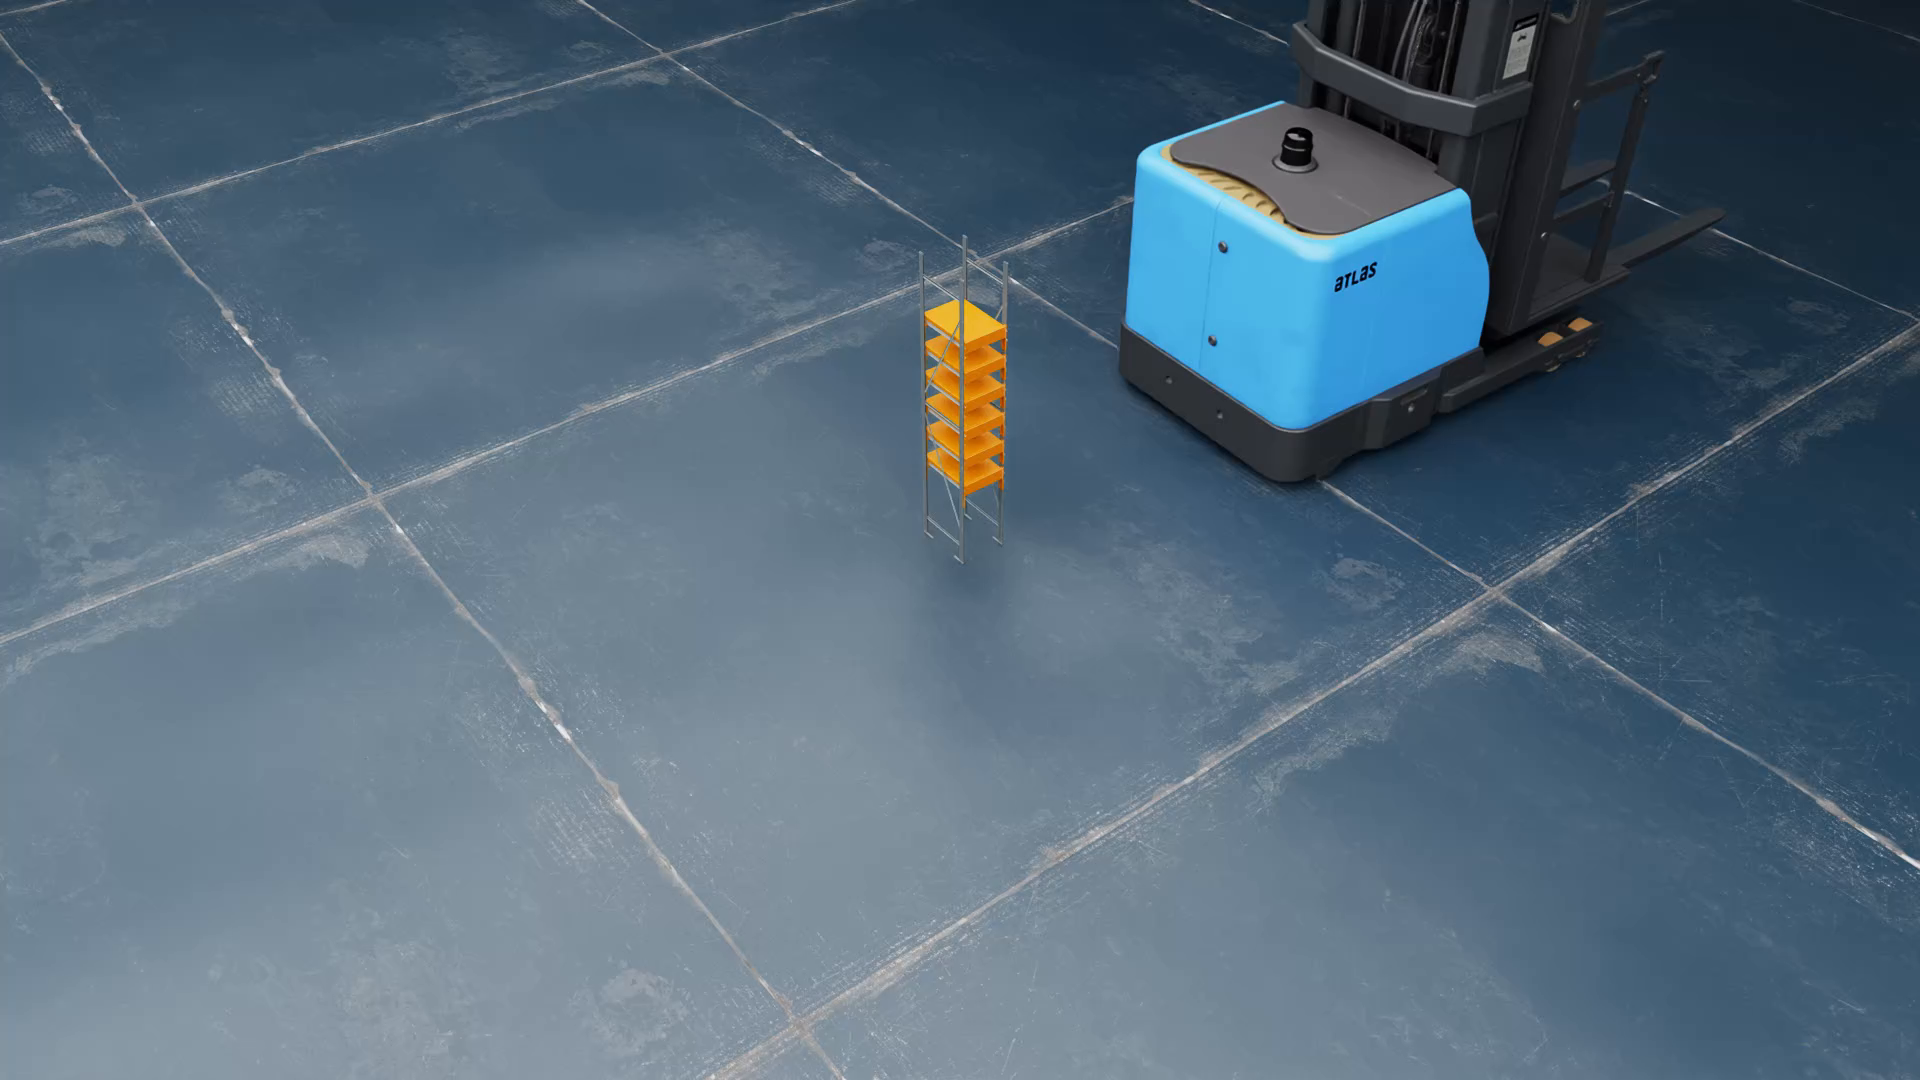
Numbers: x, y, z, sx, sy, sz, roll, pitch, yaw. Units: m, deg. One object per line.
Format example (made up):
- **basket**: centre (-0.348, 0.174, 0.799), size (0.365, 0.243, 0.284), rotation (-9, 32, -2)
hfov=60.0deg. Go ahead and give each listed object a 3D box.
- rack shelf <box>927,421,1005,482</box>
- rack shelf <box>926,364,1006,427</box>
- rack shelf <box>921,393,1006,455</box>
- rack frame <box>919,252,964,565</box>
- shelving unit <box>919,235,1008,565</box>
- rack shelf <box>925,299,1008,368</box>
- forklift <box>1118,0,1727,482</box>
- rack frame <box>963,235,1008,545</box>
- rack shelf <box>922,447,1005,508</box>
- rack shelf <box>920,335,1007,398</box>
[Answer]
- **rack shelf**: centre (0.011, -0.342, 5.981), size (0.180, 0.103, 0.258), rotation (-26, 46, -28)
- **rack shelf**: centre (0.011, -0.528, 5.828), size (0.180, 0.103, 0.258), rotation (-26, 46, -28)
- **rack shelf**: centre (0.011, -0.435, 5.904), size (0.180, 0.103, 0.258), rotation (-26, 46, -28)
- **rack frame**: centre (-0.061, -0.434, 5.833), size (0.006, 1.200, 0.240), rotation (-26, 46, -28)
- **shelving unit**: centre (0.011, -0.469, 5.876), size (0.189, 1.200, 0.258), rotation (-26, 46, -28)
- **rack shelf**: centre (0.011, -0.713, 5.676), size (0.180, 0.103, 0.258), rotation (-26, 46, -28)
- **forklift**: centre (2.160, -2.103, 6.503), size (3.031, 2.935, 1.130), rotation (-25, 45, -27)
- **rack frame**: centre (0.084, -0.505, 5.919), size (0.006, 1.200, 0.240), rotation (-26, 46, -28)
- **rack shelf**: centre (0.011, -0.250, 6.057), size (0.180, 0.103, 0.258), rotation (-26, 46, -28)
- **rack shelf**: centre (0.011, -0.621, 5.752), size (0.180, 0.103, 0.258), rotation (-26, 46, -28)
